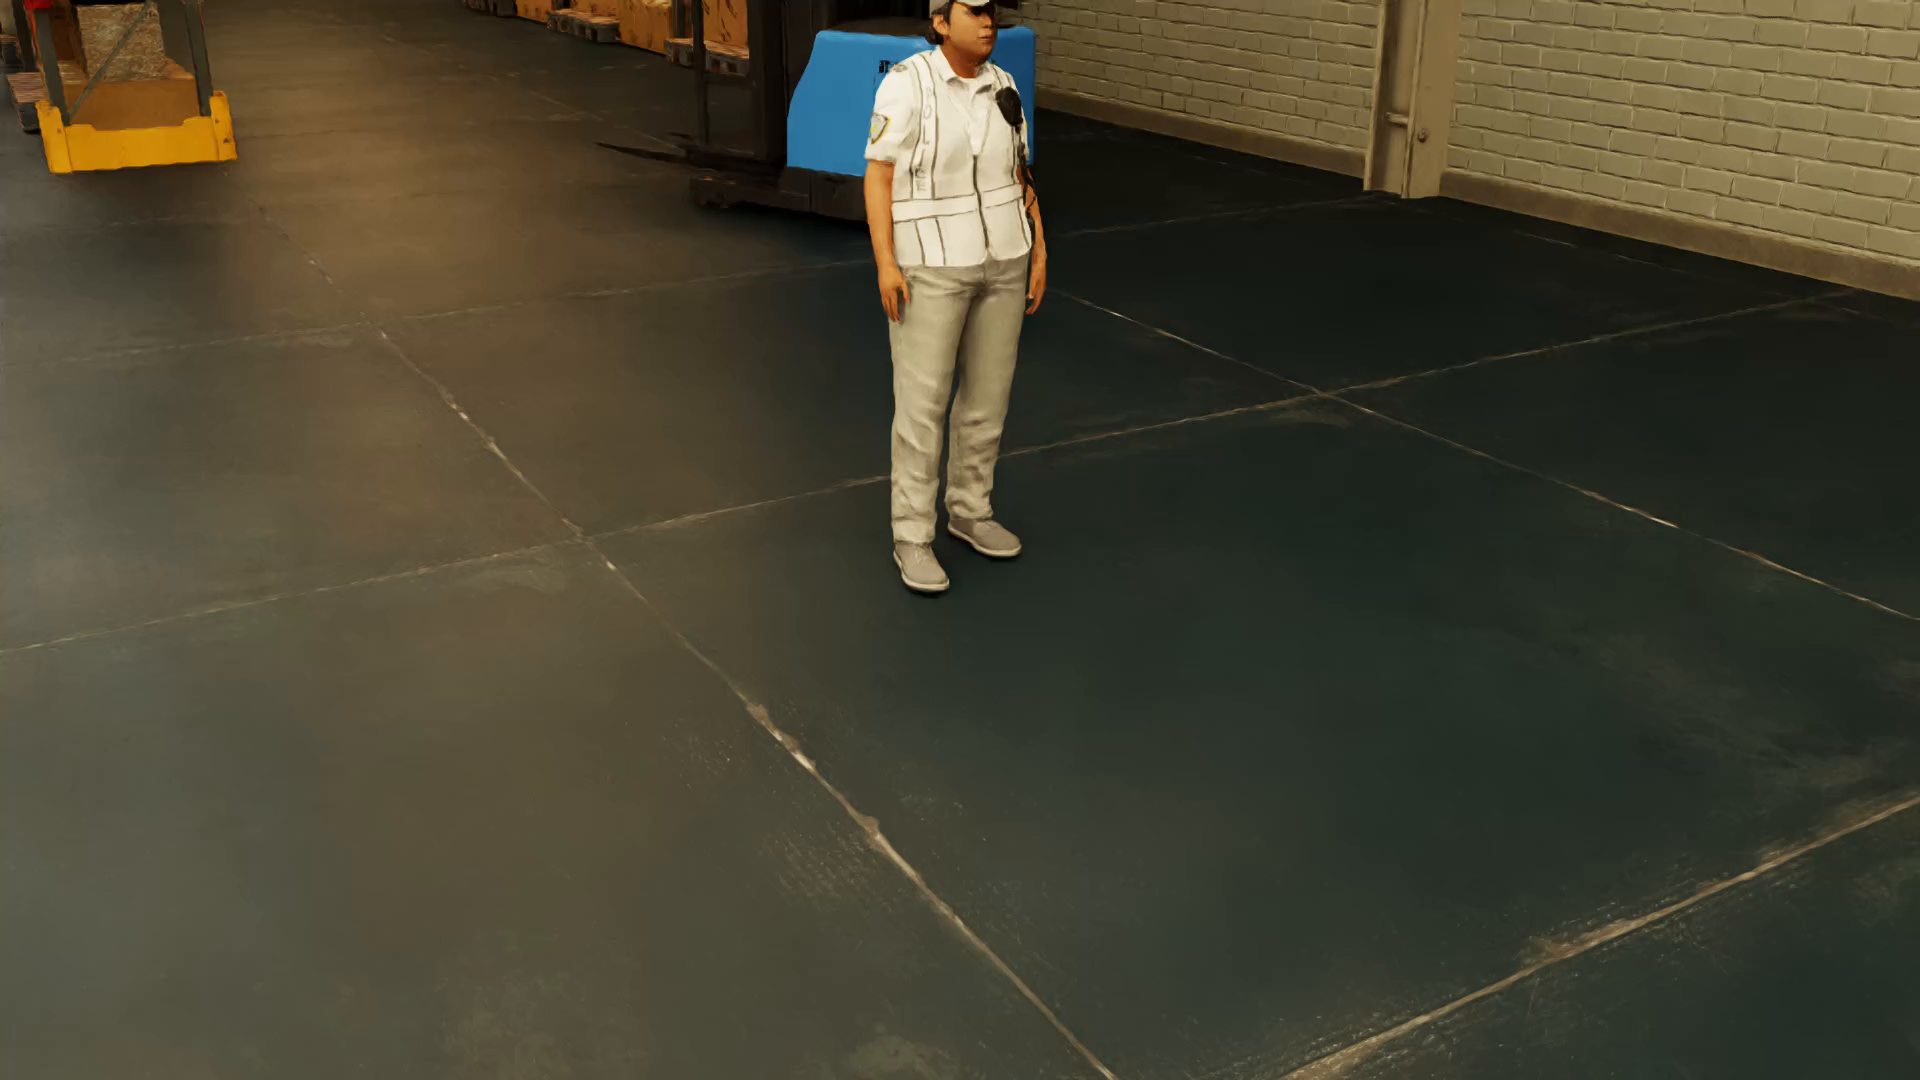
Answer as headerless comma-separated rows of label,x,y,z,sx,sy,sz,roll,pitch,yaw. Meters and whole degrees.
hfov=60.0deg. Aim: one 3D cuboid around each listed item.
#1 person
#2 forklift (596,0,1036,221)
person,0.019,-0.748,4.744,0.598,1.669,0.529,-12,25,-28
forklift,-1.012,-3.482,9.760,3.031,2.935,1.130,18,28,36
